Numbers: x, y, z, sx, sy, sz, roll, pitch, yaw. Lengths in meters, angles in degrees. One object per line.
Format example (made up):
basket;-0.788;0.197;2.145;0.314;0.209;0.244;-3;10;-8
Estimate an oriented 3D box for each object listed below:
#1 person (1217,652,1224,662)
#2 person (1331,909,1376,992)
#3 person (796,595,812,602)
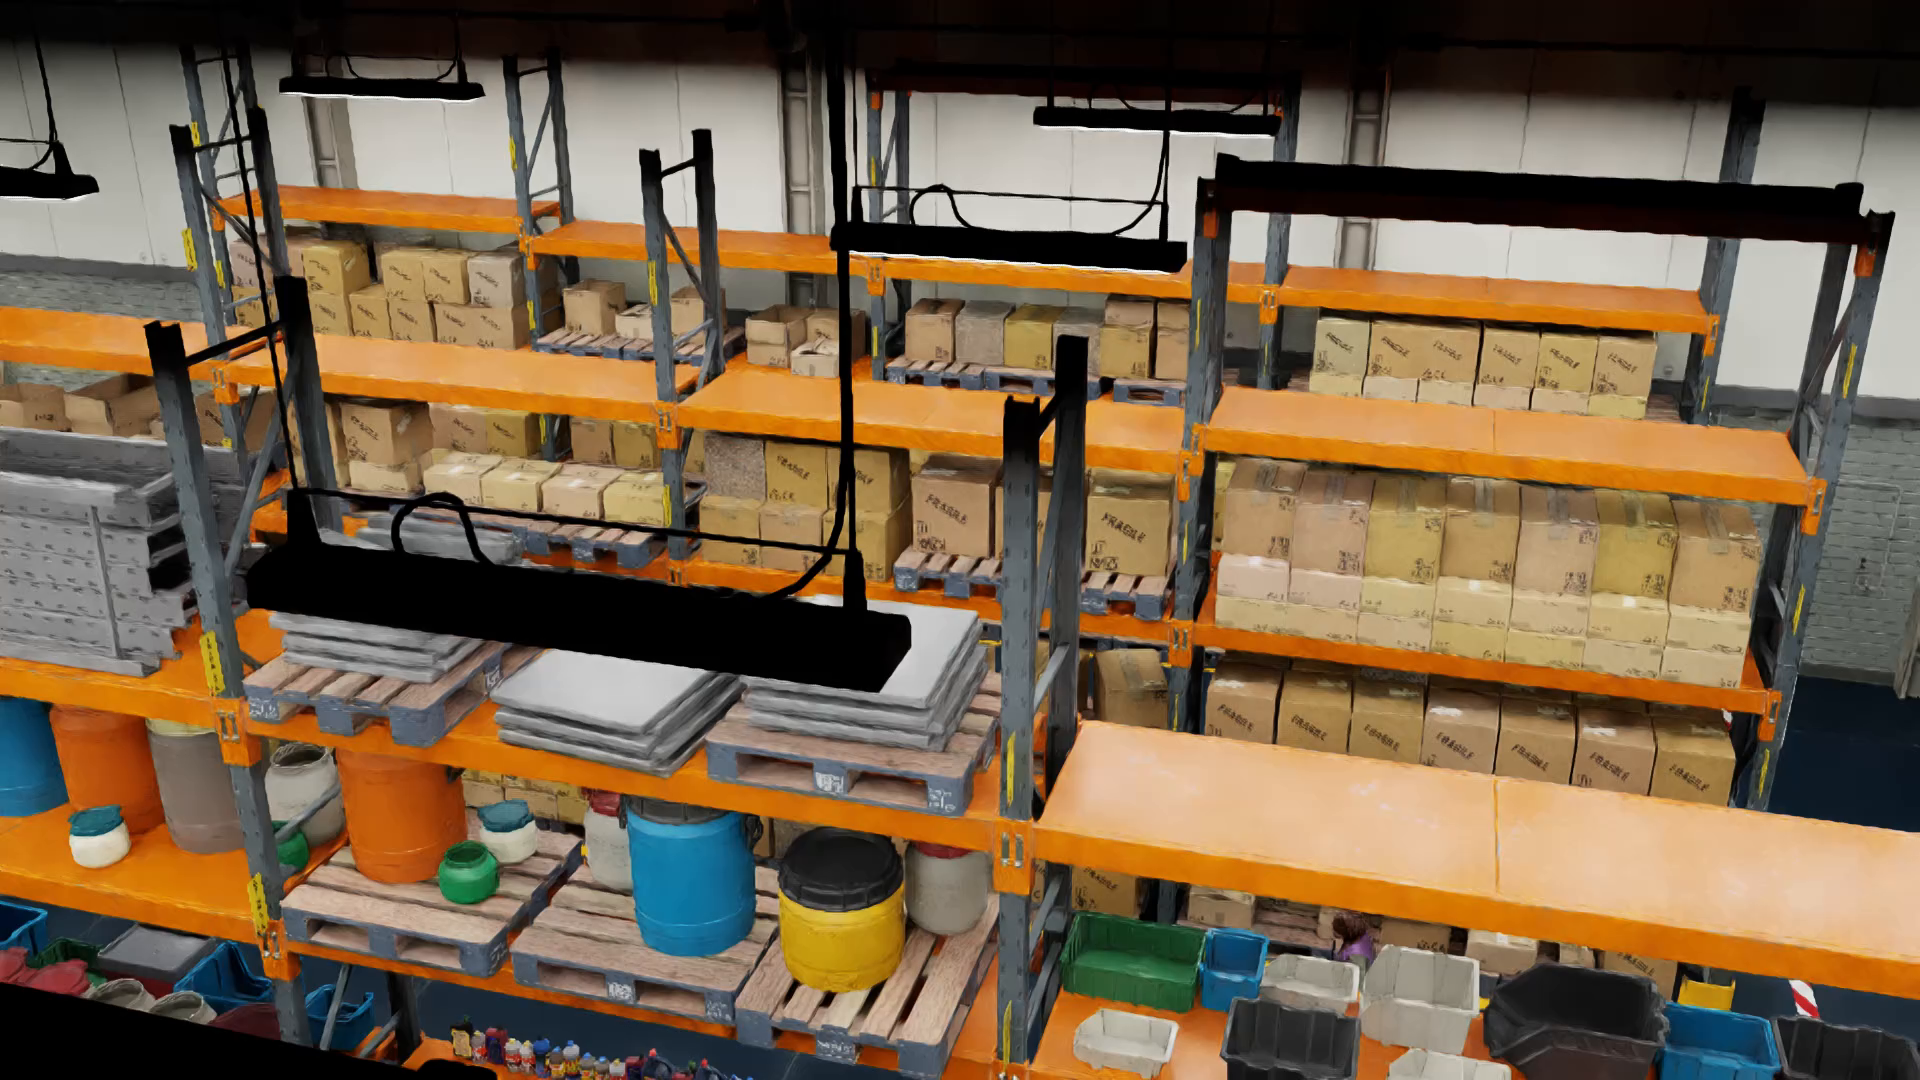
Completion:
person;2.744;1.388;15.275;0.866;1.658;0.680;8;24;20
person;2.709;3.150;11.200;0.519;1.541;0.566;5;23;12
person;-1.388;0.938;16.312;0.575;1.714;0.719;5;23;13
